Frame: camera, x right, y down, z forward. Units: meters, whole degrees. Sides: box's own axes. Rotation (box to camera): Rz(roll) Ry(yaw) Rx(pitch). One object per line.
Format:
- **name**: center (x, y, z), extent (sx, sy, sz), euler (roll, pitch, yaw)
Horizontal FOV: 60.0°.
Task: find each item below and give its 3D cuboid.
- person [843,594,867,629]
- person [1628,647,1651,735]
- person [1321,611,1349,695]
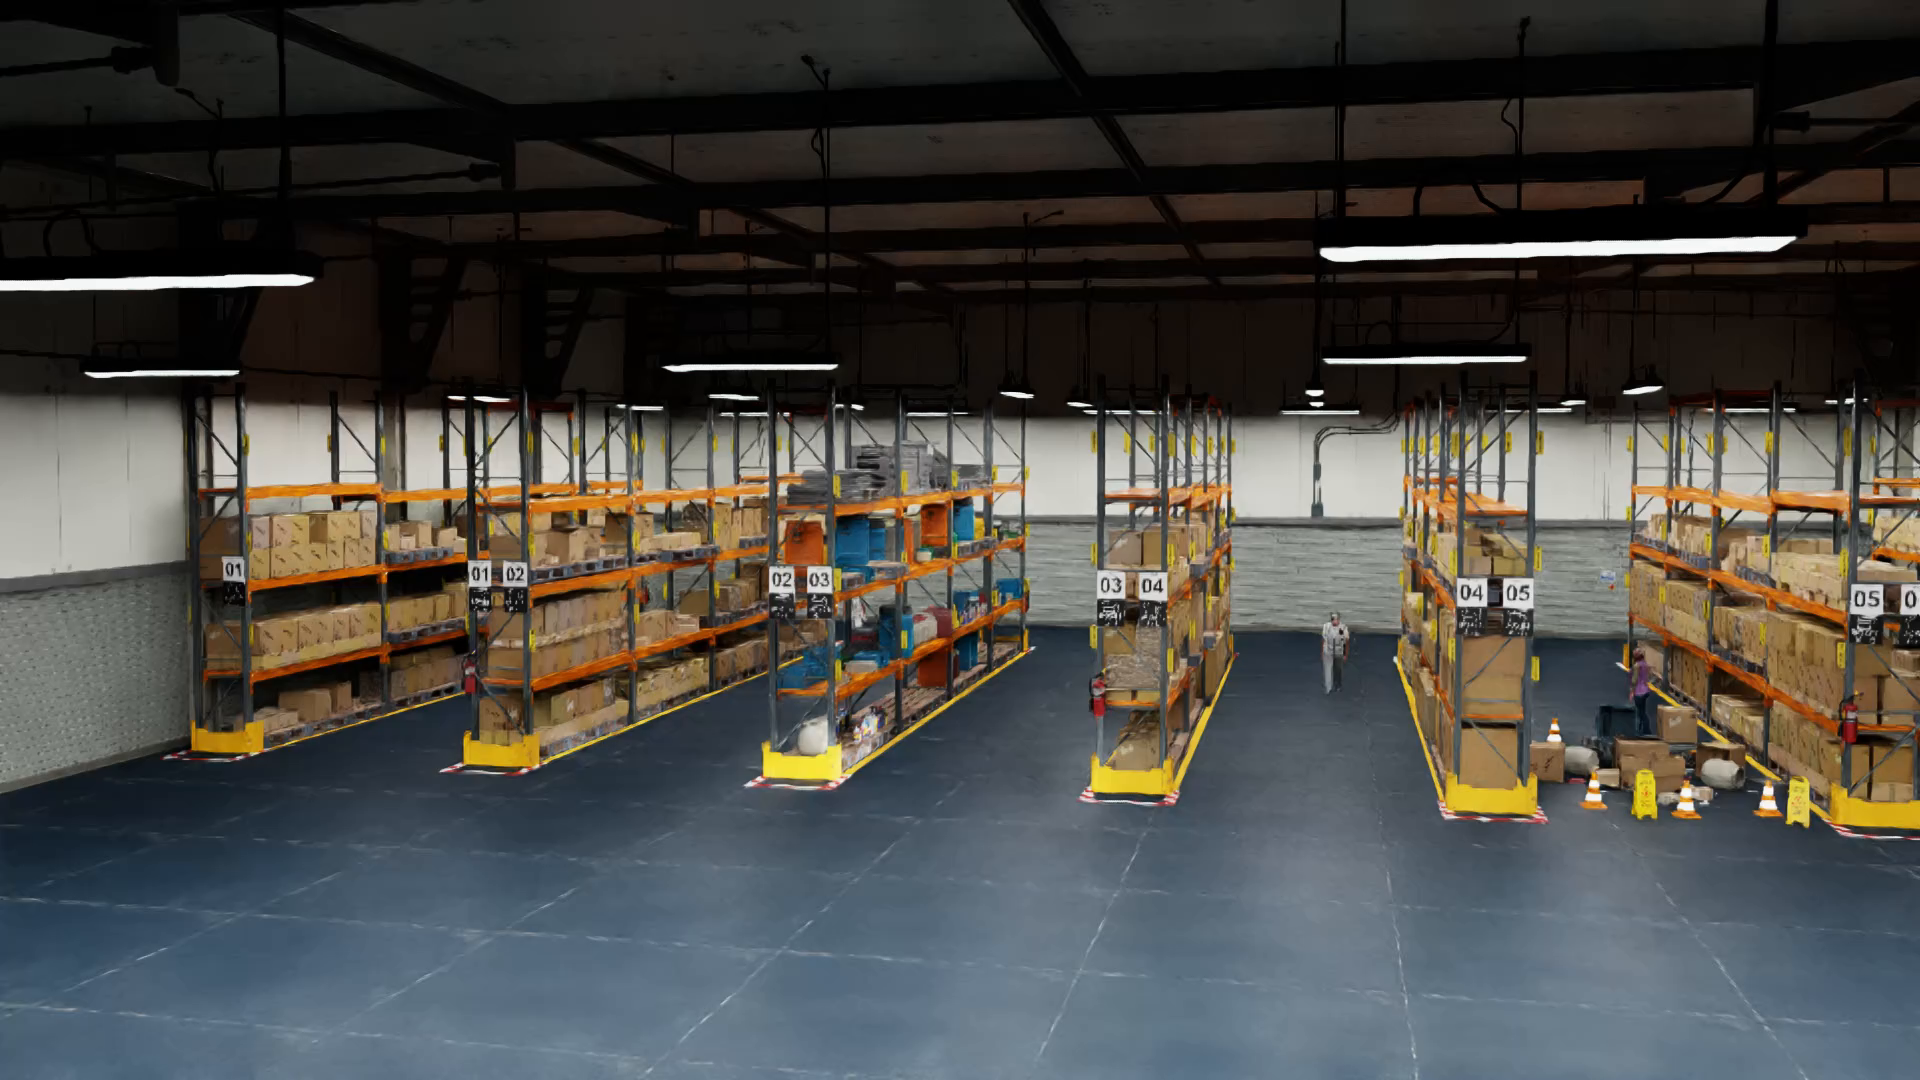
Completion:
- **person**: center (-2.577, 1.834, 40.219), extent (0.553, 1.709, 1.123), euler (1, 3, 15)
- **person**: center (11.419, 2.596, 28.009), extent (0.522, 1.579, 0.523), euler (3, 4, 41)
- **person**: center (7.513, 2.238, 33.291), extent (0.541, 1.672, 1.116), euler (1, 3, 11)
